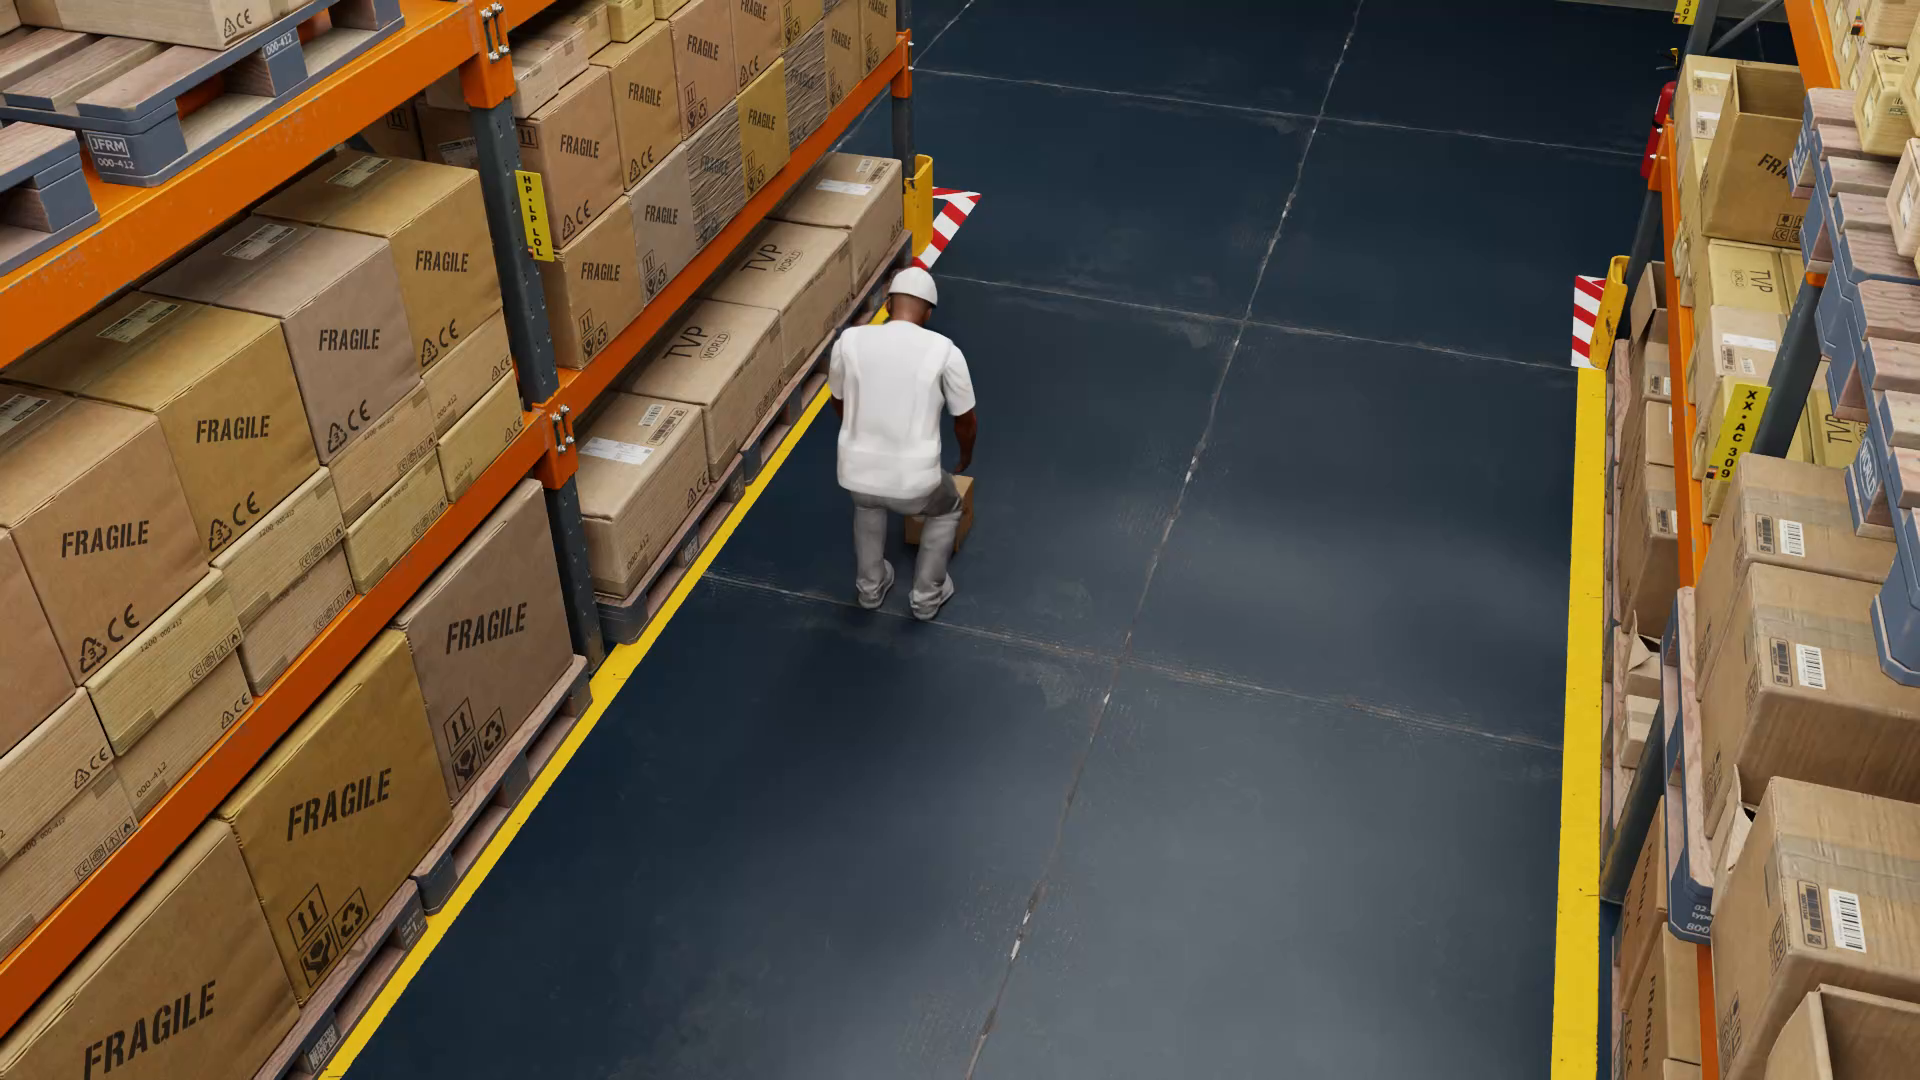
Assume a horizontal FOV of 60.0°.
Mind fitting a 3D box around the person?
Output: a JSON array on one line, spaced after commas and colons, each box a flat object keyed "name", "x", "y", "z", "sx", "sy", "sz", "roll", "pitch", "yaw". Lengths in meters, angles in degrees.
[{"name": "person", "x": -0.263, "y": -0.371, "z": 6.905, "sx": 0.631, "sy": 1.432, "sz": 0.747, "roll": 11, "pitch": 38, "yaw": 14}]
